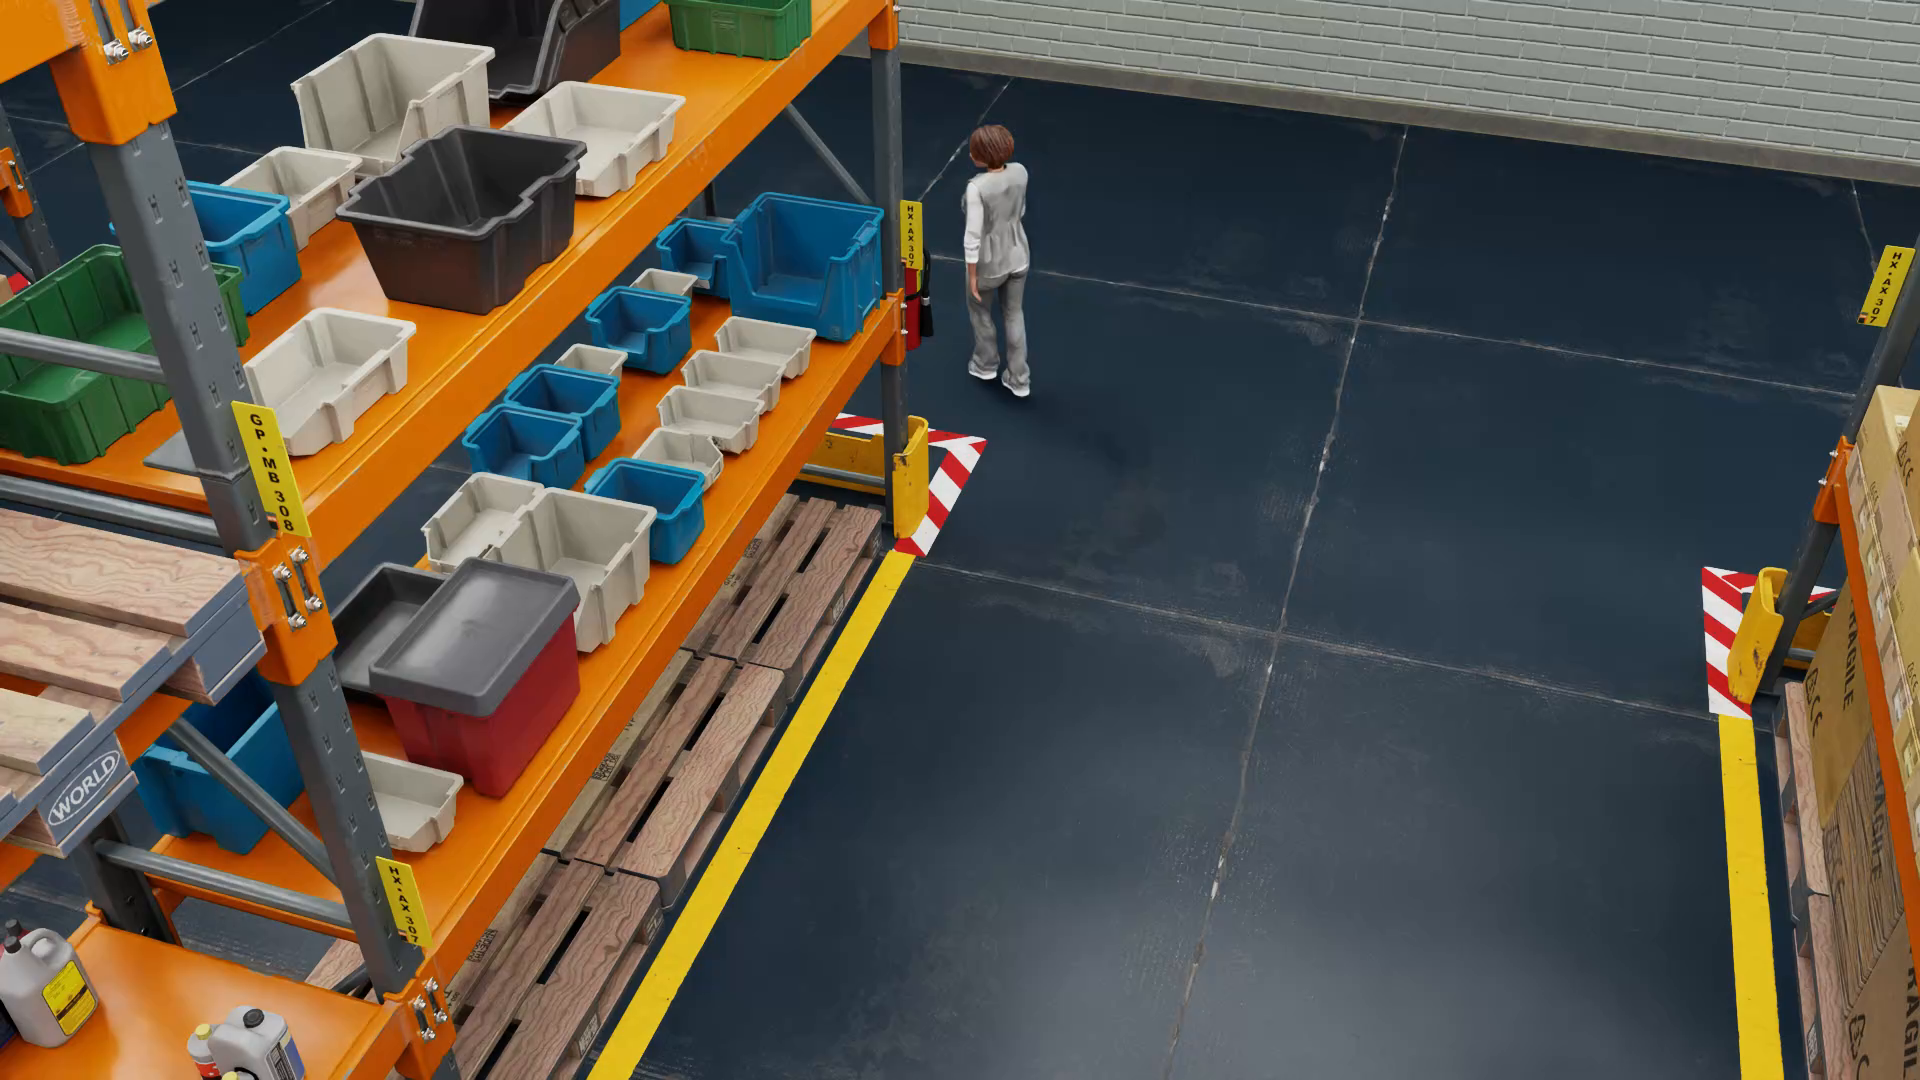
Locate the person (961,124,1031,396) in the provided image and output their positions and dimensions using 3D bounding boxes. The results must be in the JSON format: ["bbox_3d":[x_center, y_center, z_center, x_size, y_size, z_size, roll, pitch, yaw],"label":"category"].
[{"bbox_3d":[0.140,-1.469,8.813,0.443,1.597,0.540,-21,42,-25],"label":"person"}]
